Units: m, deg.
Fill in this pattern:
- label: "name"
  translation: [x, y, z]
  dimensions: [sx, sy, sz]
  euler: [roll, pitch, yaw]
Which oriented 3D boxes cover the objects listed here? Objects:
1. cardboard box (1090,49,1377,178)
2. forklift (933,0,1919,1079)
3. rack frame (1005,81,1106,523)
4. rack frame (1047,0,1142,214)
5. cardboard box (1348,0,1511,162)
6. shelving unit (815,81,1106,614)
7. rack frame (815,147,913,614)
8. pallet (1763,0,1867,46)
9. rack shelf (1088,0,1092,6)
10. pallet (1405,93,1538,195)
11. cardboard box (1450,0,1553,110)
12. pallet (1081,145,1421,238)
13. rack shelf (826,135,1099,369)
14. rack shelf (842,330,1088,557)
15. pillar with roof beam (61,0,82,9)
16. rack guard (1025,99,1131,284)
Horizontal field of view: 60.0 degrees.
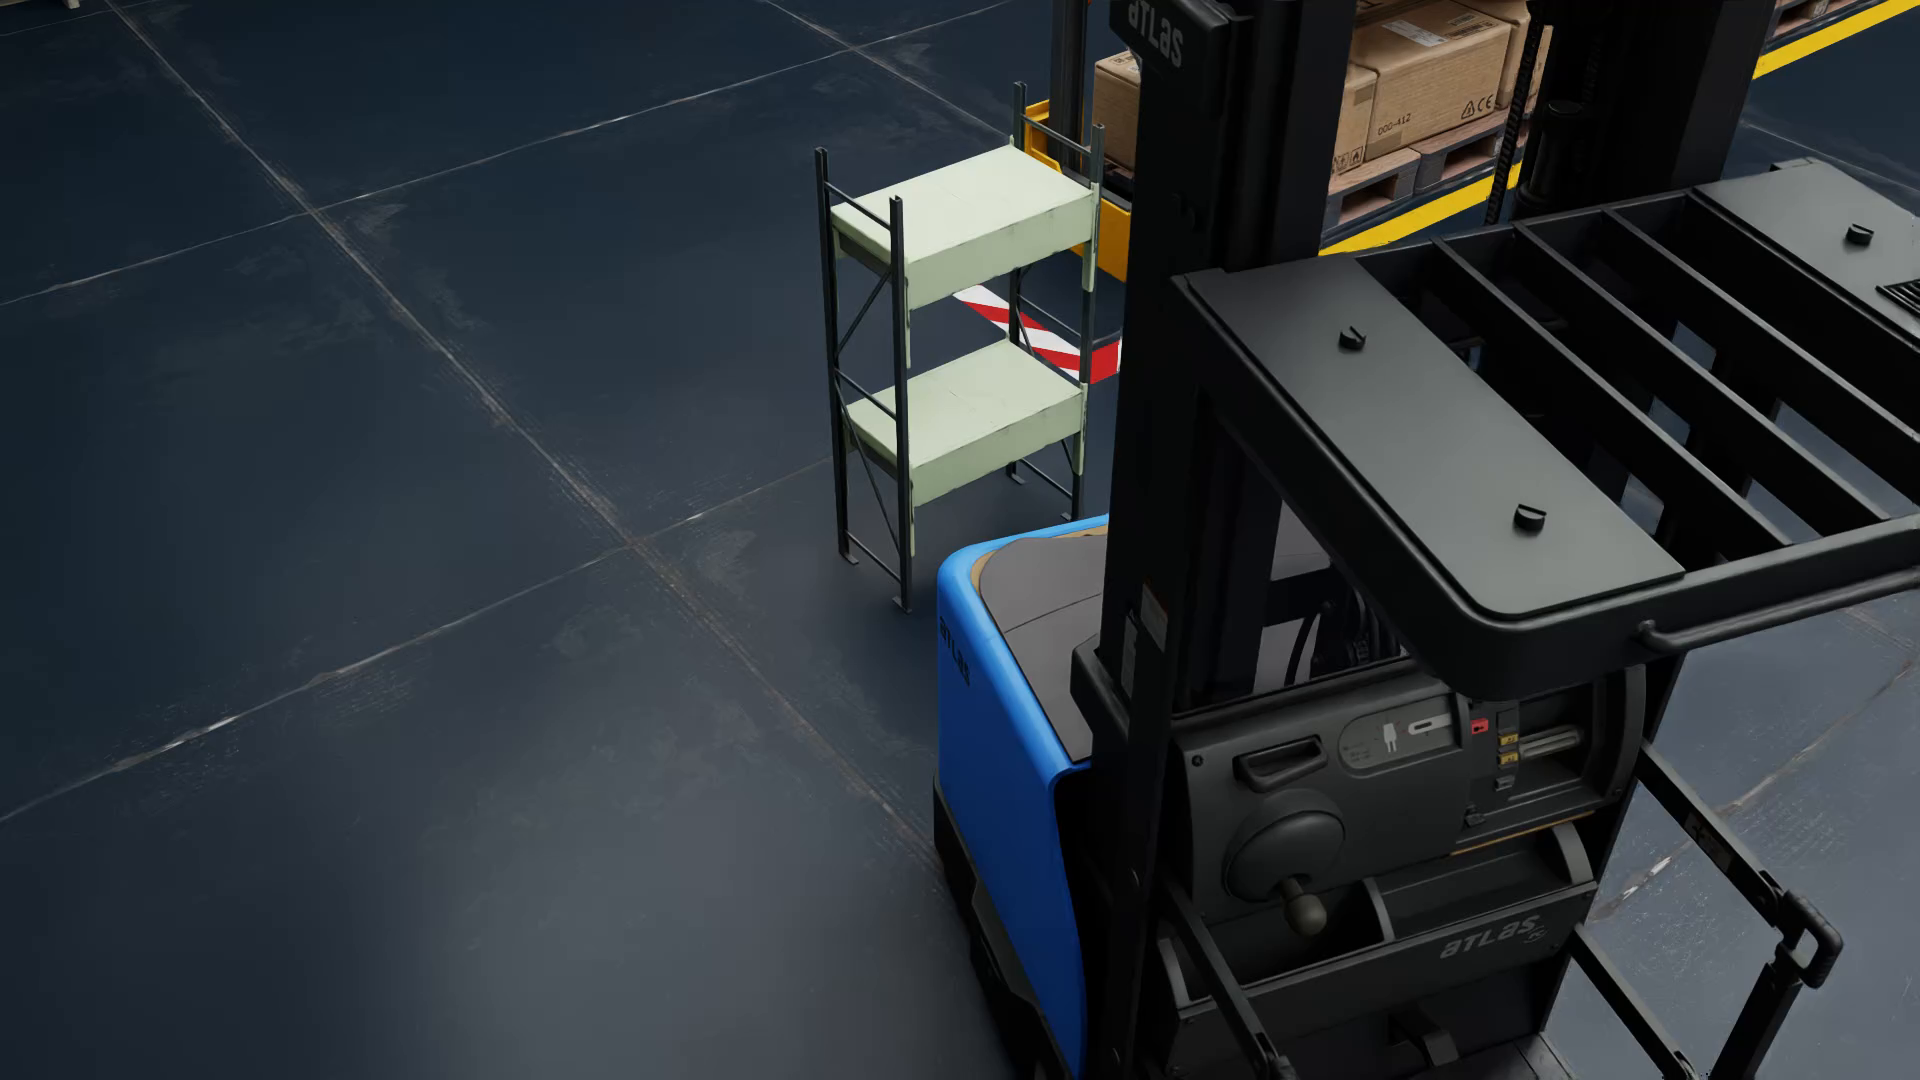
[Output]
- label: "cardboard box"
  translation: [1.199, -1.891, 7.380]
  dimensions: [0.875, 0.438, 0.875]
  euler: [-28, 47, -29]
- label: "forklift"
  translation: [0.898, 0.503, 2.826]
  dimensions: [1.130, 2.935, 3.031]
  euler: [-13, 41, -15]
- label: "rack frame"
  translation: [0.295, -0.724, 5.450]
  dimensions: [0.023, 1.500, 0.400]
  euler: [-26, 46, -28]
- label: "rack frame"
  translation: [0.736, -2.414, 6.328]
  dimensions: [0.127, 3.000, 1.000]
  euler: [-26, 46, -28]
- label: "cardboard box"
  translation: [1.919, -2.249, 7.816]
  dimensions: [0.875, 0.438, 0.875]
  euler: [-25, 45, -27]
- label: "shelving unit"
  translation: [0.005, -0.582, 5.277]
  dimensions: [0.755, 1.500, 0.431]
  euler: [-26, 46, -28]
- label: "rack frame"
  translation: [-0.285, -0.441, 5.105]
  dimensions: [0.023, 1.500, 0.400]
  euler: [-26, 46, -28]
- label: "pallet"
  translation: [4.474, -3.218, 9.506]
  dimensions: [1.213, 0.211, 1.003]
  euler: [-26, 46, -28]
- label: "rack shelf"
  translation: [2.322, -2.909, 7.498]
  dimensions: [4.000, 0.370, 1.077]
  euler: [-26, 46, -28]
- label: "pallet"
  translation: [2.289, -2.153, 8.209]
  dimensions: [1.213, 0.211, 1.003]
  euler: [-26, 46, -28]
- label: "cardboard box"
  translation: [2.635, -2.597, 8.240]
  dimensions: [0.875, 0.438, 0.875]
  euler: [-27, 47, -29]
- label: "pallet"
  translation: [1.323, -1.684, 7.637]
  dimensions: [1.213, 0.211, 1.003]
  euler: [-26, 46, -28]
- label: "rack shelf"
  translation: [0.005, -0.884, 5.030]
  dimensions: [0.720, 0.370, 0.431]
  euler: [-26, 46, -28]
- label: "rack shelf"
  translation: [0.005, -0.330, 5.484]
  dimensions: [0.720, 0.370, 0.431]
  euler: [-26, 46, -28]
- label: "pillar with roof beam"
  translation: [-2.355, -4.475, 4.110]
  dimensions: [0.400, 9.000, 9.100]
  euler: [-26, 46, -28]
- label: "rack guard"
  translation: [0.717, -1.439, 7.109]
  dimensions: [0.348, 0.500, 1.175]
  euler: [-26, 46, -28]
